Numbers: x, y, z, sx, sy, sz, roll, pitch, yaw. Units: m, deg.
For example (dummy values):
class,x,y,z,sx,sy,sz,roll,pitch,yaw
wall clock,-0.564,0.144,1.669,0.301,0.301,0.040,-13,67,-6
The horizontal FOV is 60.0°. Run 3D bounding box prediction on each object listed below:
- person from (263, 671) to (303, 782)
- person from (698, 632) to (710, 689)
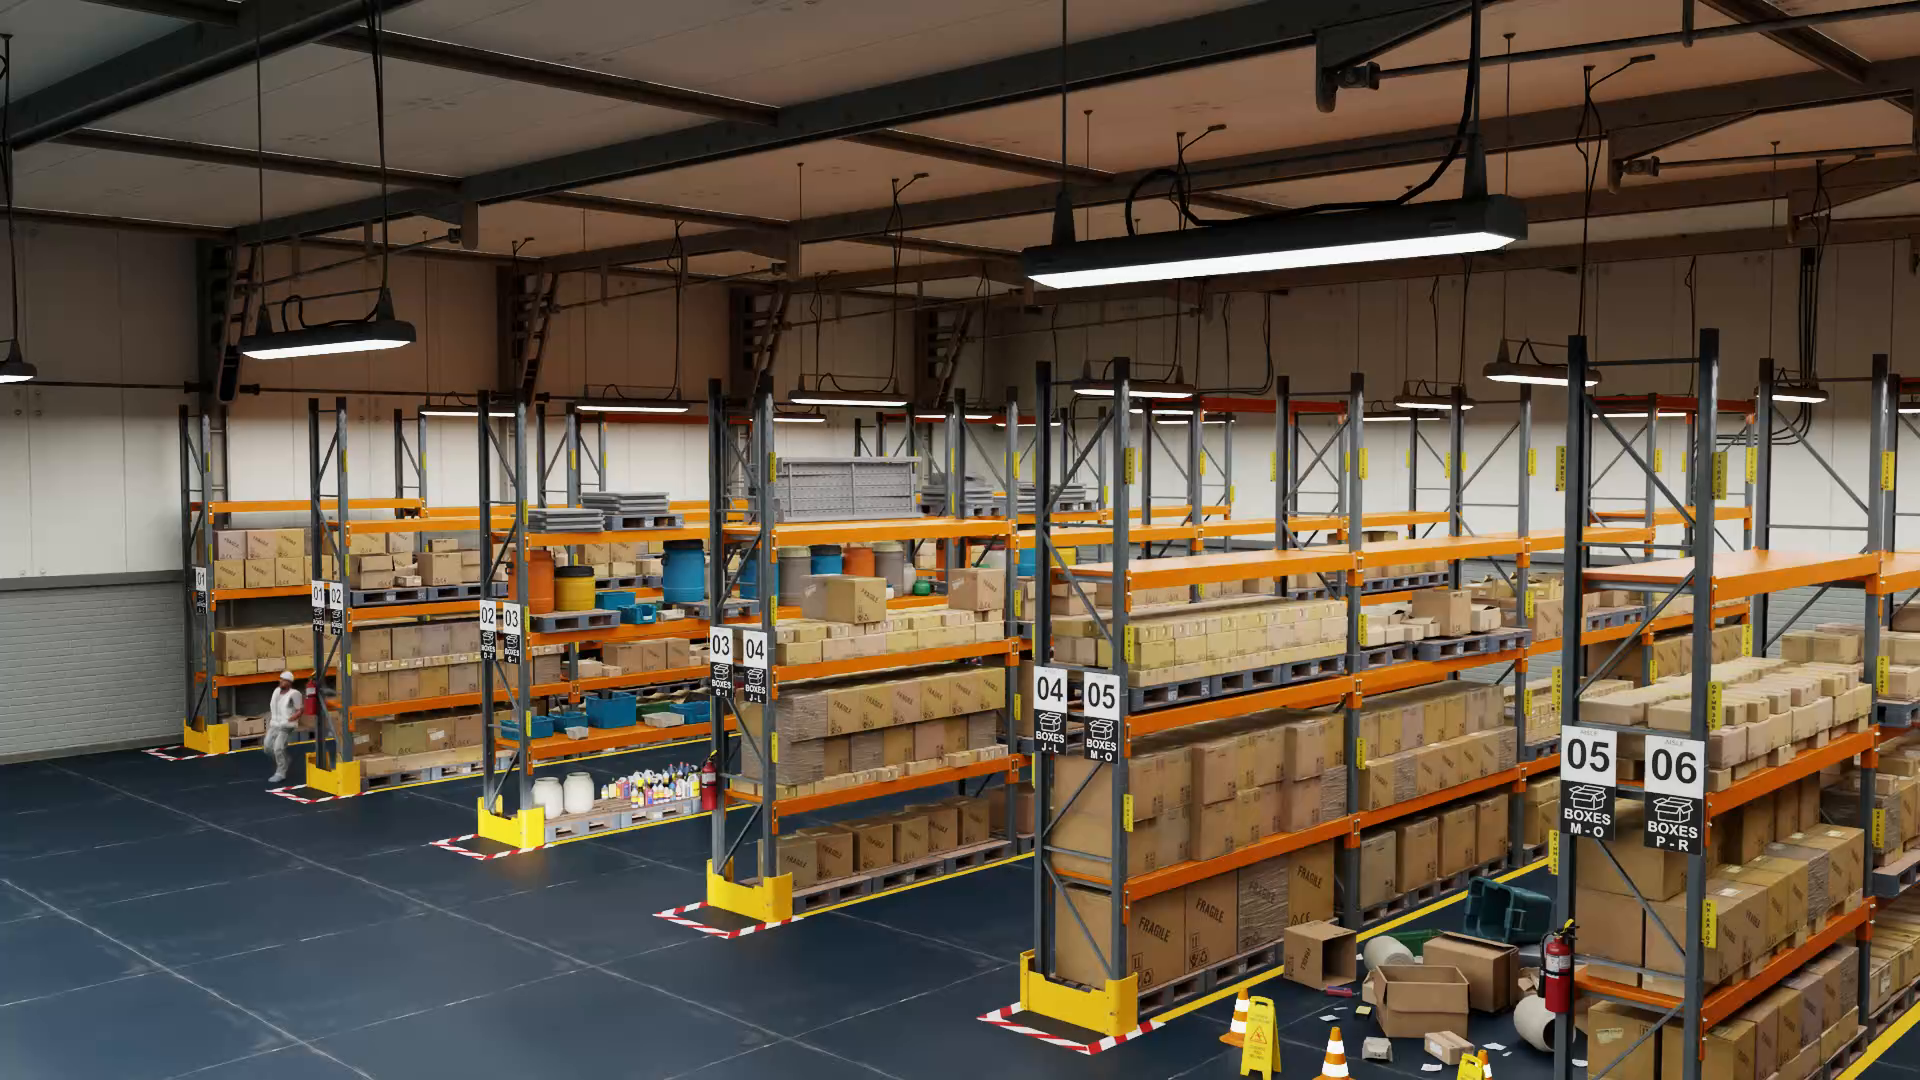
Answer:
class,x,y,z,sx,sy,sz,roll,pitch,yaw
person,-10.628,2.937,26.167,0.679,1.747,0.564,1,3,22
person,-4.874,2.613,32.607,0.662,1.669,0.509,3,4,45
